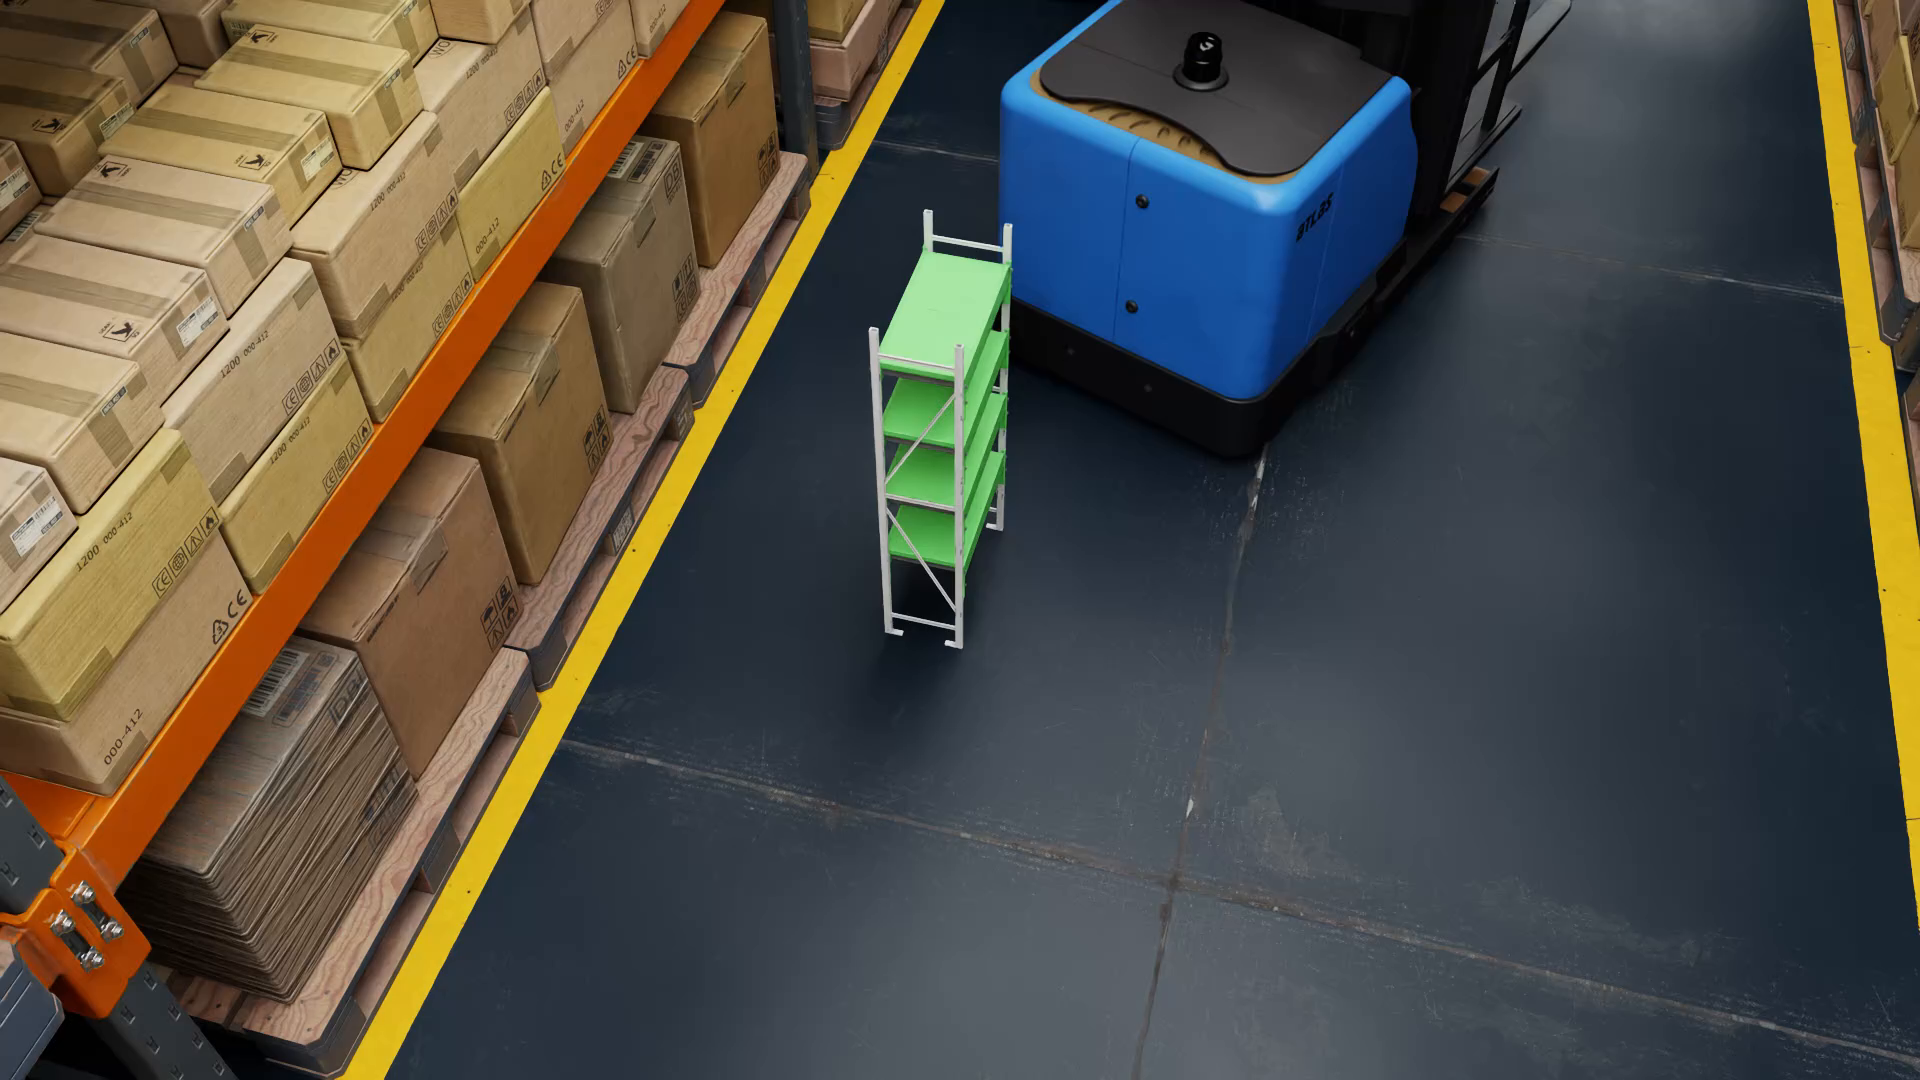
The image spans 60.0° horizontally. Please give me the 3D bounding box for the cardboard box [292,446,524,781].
[{"bbox_3d":[-1.760,0.119,4.448,0.875,0.625,0.625,13,50,11],"label":"cardboard box"}]

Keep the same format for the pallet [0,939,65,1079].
[{"bbox_3d":[-2.212,0.962,2.528,1.213,0.211,1.003,12,50,10],"label":"pallet"}]

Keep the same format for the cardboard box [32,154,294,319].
[{"bbox_3d":[-1.565,-0.601,3.281,0.380,0.149,0.250,12,50,10],"label":"cardboard box"}]

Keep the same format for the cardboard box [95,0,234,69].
[{"bbox_3d":[-1.826,-1.243,3.847,0.380,0.149,0.250,13,50,11],"label":"cardboard box"}]

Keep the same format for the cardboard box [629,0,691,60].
[{"bbox_3d":[-1.056,-1.668,4.822,0.500,0.250,0.500,11,50,10],"label":"cardboard box"}]

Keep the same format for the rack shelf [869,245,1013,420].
[{"bbox_3d":[-0.044,-0.553,4.382,0.258,0.148,0.480,12,50,10],"label":"rack shelf"}]

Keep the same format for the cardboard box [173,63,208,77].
[{"bbox_3d":[-1.844,-1.195,4.071,0.500,0.250,0.500,11,49,9],"label":"cardboard box"}]

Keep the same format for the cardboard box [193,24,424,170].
[{"bbox_3d":[-1.404,-0.961,3.598,0.380,0.149,0.250,13,50,11],"label":"cardboard box"}]

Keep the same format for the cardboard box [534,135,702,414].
[{"bbox_3d":[-1.387,-0.912,5.358,0.875,0.625,0.625,11,50,10],"label":"cardboard box"}]

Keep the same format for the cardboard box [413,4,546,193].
[{"bbox_3d":[-1.351,-1.105,3.992,0.500,0.250,0.500,12,50,11],"label":"cardboard box"}]

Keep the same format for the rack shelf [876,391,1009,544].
[{"bbox_3d":[-0.044,-0.235,4.742,0.258,0.148,0.480,12,50,10],"label":"rack shelf"}]

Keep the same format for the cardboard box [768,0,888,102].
[{"bbox_3d":[-0.602,-2.012,6.579,0.500,0.250,0.500,12,50,10],"label":"cardboard box"}]

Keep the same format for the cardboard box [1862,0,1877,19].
[{"bbox_3d":[4.042,-2.350,6.878,0.500,0.250,0.500,15,50,13],"label":"cardboard box"}]

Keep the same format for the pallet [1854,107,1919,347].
[{"bbox_3d":[3.884,-1.092,6.073,1.003,0.211,1.213,12,50,10],"label":"pallet"}]

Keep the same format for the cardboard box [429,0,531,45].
[{"bbox_3d":[-1.227,-1.318,3.914,0.380,0.149,0.250,10,49,9],"label":"cardboard box"}]

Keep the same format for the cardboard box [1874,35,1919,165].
[{"bbox_3d":[3.768,-1.619,6.232,0.500,0.250,0.500,10,49,9],"label":"cardboard box"}]

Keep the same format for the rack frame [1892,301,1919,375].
[{"bbox_3d":[3.741,-1.522,4.593,1.000,3.000,0.127,12,50,10],"label":"rack frame"}]

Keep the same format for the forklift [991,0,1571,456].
[{"bbox_3d":[1.386,-2.309,5.333,1.130,2.935,3.031,29,55,23],"label":"forklift"}]

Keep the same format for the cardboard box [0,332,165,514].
[{"bbox_3d":[-1.664,-0.219,2.943,0.380,0.149,0.250,13,50,11],"label":"cardboard box"}]

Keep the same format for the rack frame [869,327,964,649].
[{"bbox_3d":[-0.108,-0.101,4.539,0.240,1.200,0.015,12,50,10],"label":"rack frame"}]

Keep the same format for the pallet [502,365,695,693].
[{"bbox_3d":[-1.524,-0.150,5.242,1.003,0.211,1.213,12,50,10],"label":"pallet"}]

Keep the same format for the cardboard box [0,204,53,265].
[{"bbox_3d":[-2.118,-0.471,3.432,0.500,0.250,0.500,12,50,10],"label":"cardboard box"}]

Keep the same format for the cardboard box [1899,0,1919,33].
[{"bbox_3d":[3.903,-2.218,6.260,0.500,0.500,0.500,14,50,12],"label":"cardboard box"}]

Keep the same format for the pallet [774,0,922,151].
[{"bbox_3d":[-0.799,-2.143,7.000,1.003,0.211,1.213,12,50,10],"label":"pallet"}]

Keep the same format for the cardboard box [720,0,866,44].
[{"bbox_3d":[-0.624,-2.182,6.396,0.500,0.250,0.500,11,50,10],"label":"cardboard box"}]

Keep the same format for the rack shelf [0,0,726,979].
[{"bbox_3d":[-1.575,-0.814,4.448,1.077,0.370,4.000,12,50,10],"label":"rack shelf"}]

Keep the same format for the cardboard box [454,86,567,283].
[{"bbox_3d":[-1.345,-0.940,4.179,0.500,0.250,0.500,13,50,11],"label":"cardboard box"}]

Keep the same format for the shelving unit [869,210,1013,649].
[{"bbox_3d":[-0.044,-0.277,4.694,0.258,1.200,0.503,12,50,10],"label":"shelving unit"}]

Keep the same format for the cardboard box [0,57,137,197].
[{"bbox_3d":[-1.982,-0.880,3.527,0.380,0.149,0.250,11,50,10],"label":"cardboard box"}]

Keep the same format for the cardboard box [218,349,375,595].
[{"bbox_3d":[-1.612,-0.191,3.518,0.500,0.250,0.500,11,49,9],"label":"cardboard box"}]

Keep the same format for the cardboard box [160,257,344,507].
[{"bbox_3d":[-1.616,-0.356,3.330,0.500,0.250,0.500,13,50,11],"label":"cardboard box"}]
